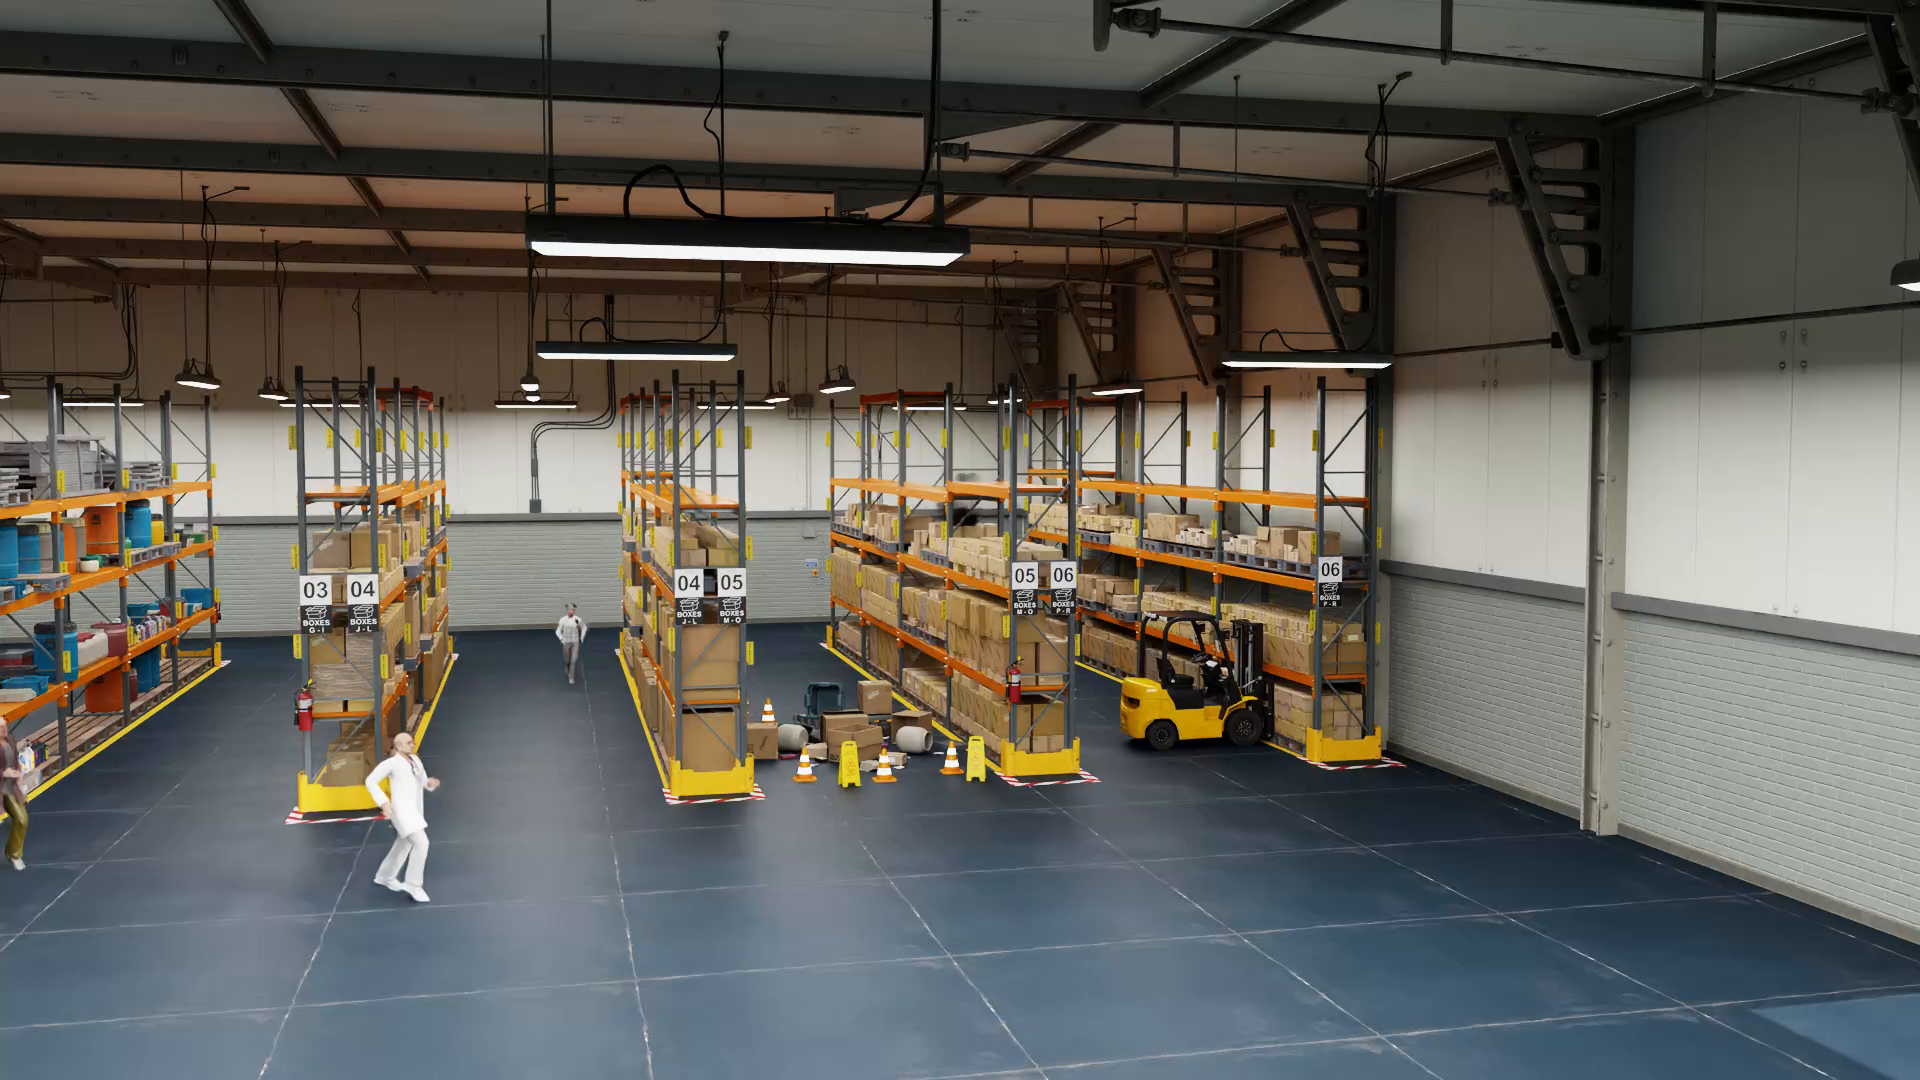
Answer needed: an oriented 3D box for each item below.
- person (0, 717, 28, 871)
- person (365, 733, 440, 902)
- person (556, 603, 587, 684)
[{"bbox_3d":[-11.178,2.979,19.372,0.824,1.863,0.735,1,4,20],"label":"person"},{"bbox_3d":[-6.070,3.031,18.199,0.835,1.849,0.669,1,3,10],"label":"person"},{"bbox_3d":[-8.046,2.127,34.482,0.633,1.662,0.758,-1,4,-13],"label":"person"}]
